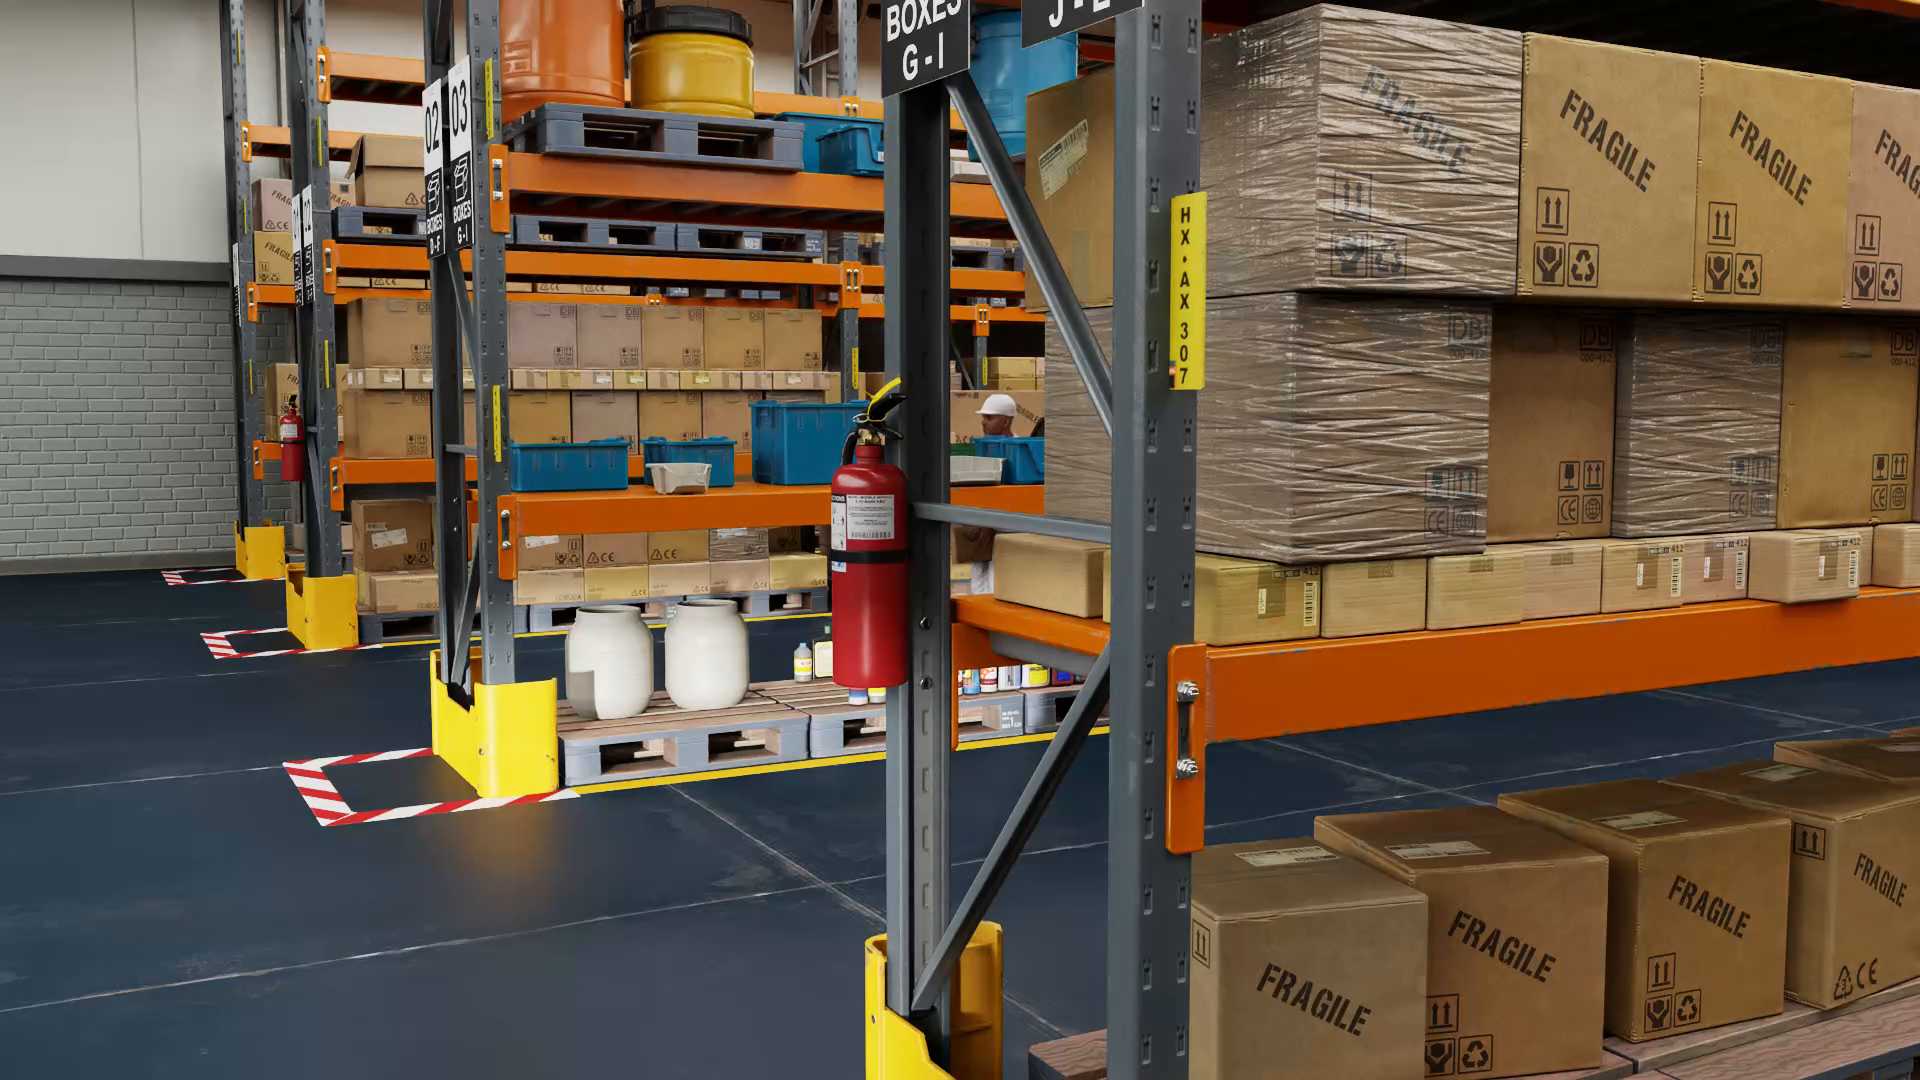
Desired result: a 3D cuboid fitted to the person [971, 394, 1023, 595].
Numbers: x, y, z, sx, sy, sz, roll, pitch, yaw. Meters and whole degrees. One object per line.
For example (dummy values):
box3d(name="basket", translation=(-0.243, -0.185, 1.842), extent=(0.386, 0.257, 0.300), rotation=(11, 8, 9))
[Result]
box3d(name="person", translation=(0.215, -0.052, 10.720), extent=(0.482, 1.767, 0.569), rotation=(-3, 6, -30))
